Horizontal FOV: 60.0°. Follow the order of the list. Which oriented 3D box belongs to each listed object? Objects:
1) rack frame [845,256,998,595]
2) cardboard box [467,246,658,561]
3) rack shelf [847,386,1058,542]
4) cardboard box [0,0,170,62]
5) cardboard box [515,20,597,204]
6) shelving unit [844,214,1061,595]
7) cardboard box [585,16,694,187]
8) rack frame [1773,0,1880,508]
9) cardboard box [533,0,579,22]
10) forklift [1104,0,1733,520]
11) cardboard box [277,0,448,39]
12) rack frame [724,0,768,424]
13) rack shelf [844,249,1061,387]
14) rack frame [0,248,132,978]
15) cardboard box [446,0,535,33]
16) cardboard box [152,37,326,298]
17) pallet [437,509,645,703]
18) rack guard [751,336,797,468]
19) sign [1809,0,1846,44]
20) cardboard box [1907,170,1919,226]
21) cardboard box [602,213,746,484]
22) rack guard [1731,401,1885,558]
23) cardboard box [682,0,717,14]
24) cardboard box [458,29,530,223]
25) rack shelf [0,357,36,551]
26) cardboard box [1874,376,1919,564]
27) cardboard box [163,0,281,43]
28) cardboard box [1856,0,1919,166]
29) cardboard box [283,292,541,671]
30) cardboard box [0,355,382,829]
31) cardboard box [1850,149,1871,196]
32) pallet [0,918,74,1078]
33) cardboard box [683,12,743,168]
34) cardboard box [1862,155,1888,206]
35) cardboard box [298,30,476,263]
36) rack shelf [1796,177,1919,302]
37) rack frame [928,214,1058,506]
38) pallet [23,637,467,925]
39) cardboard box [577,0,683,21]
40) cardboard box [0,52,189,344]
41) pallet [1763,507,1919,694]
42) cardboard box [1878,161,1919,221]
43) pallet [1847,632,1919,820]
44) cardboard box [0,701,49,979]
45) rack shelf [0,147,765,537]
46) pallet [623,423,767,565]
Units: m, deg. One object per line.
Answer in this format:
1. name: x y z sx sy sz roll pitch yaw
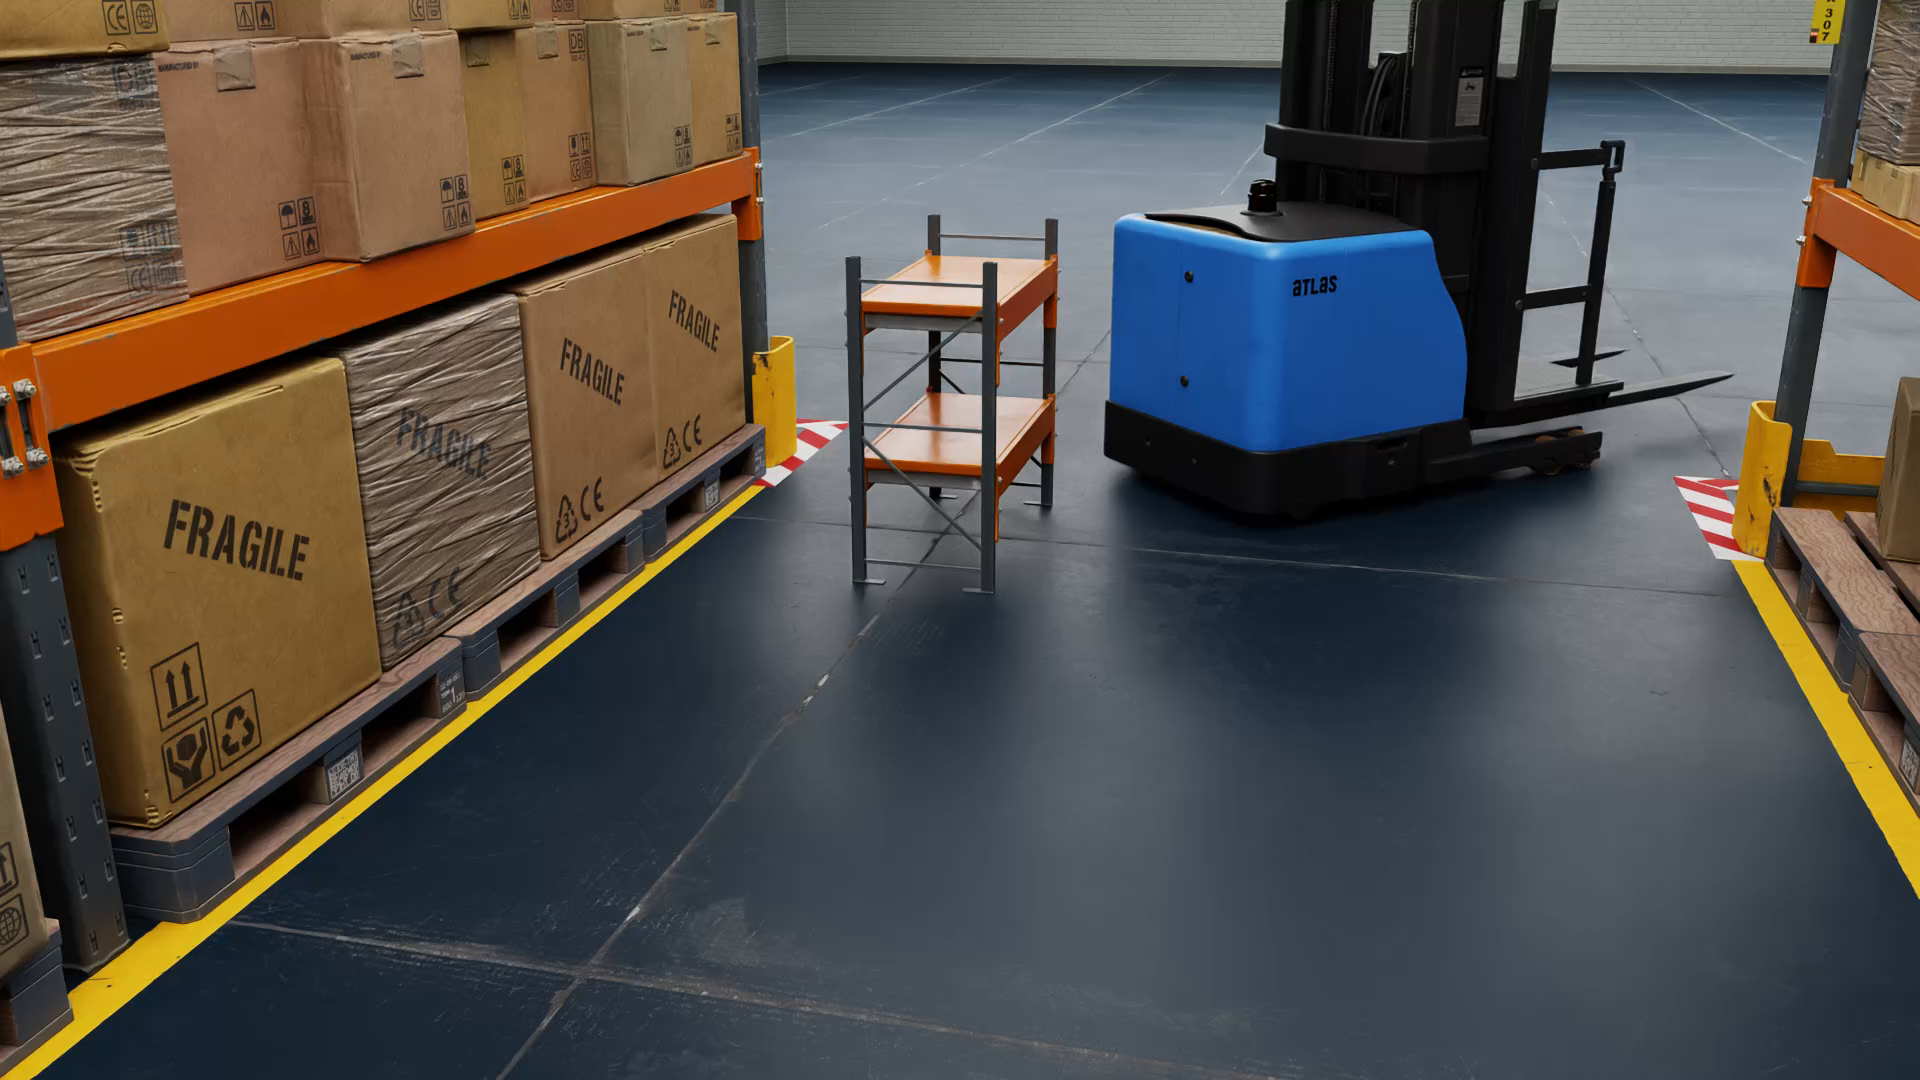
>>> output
1. rack frame: -0.126 -0.371 5.533 0.500 1.125 0.032 5 19 13
2. cardboard box: -1.634 -0.512 5.684 0.875 0.875 0.875 4 19 13
3. rack shelf: -0.002 -0.299 6.079 0.538 0.278 1.000 5 19 13
4. cardboard box: -2.173 -1.254 3.315 0.875 0.550 0.550 5 19 13
5. cardboard box: -1.738 -1.424 5.484 0.875 0.550 0.550 5 19 13
6. shelving unit: -0.002 -0.530 6.000 0.538 1.125 1.048 5 19 13
7. cardboard box: -1.480 -1.590 5.969 0.875 0.550 0.550 5 19 13
8. rack frame: 3.465 -1.389 5.614 1.000 3.000 0.127 5 19 13
9. cardboard box: -1.761 -1.937 5.315 0.875 0.550 0.550 5 19 13
10. forklift: 2.140 -1.794 6.906 3.031 2.935 1.130 -11 22 -29
11. cardboard box: -1.887 -1.594 4.310 0.875 0.550 0.550 5 19 13
12. rack frame: -1.320 -1.813 6.854 1.000 3.000 0.127 5 19 13
13. rack shelf: -0.002 -0.807 5.905 0.538 0.278 1.000 5 19 13
14. rack frame: -2.297 -0.559 3.183 1.000 3.000 0.127 5 19 13
15. cardboard box: -1.765 -1.761 4.798 0.875 0.550 0.500 5 19 13
16. cardboard box: -2.106 -0.921 4.010 0.875 0.550 0.550 5 19 13
17. pallet: -1.739 0.145 5.437 1.003 0.211 1.213 5 19 13
18. rack guard: -1.314 -0.637 7.280 1.175 0.500 0.348 5 19 13
19. sign: 2.939 -1.842 5.600 0.100 0.325 0.005 5 19 13
20. cardboard box: 2.968 -0.966 4.763 0.380 0.149 0.250 5 19 13
21. cardboard box: -1.421 -0.788 6.492 0.875 0.875 0.875 5 19 14
22. rack guard: 3.447 -0.183 5.948 1.175 0.500 0.348 5 19 13
23. cardboard box: -1.448 -2.281 6.323 0.875 0.550 0.550 5 19 13
24. cardboard box: -1.828 -1.255 4.988 0.875 0.550 0.500 5 19 13
25. rack shelf: -2.786 0.408 1.464 1.077 0.370 4.000 5 19 13
26. cardboard box: 3.297 -0.211 5.381 0.500 0.500 0.500 9 21 23
27. cardboard box: -2.152 -1.435 3.847 0.875 0.550 0.550 5 19 13
28. cardboard box: 3.304 -1.407 5.052 0.875 0.500 0.500 5 19 13
29. cardboard box: -1.859 -0.227 4.848 0.875 0.875 0.875 5 19 14
30. cardboard box: -2.075 0.056 4.020 0.875 0.875 0.875 5 19 14
31. cardboard box: 3.165 -1.200 5.448 0.380 0.149 0.250 5 19 13
32. pallet: -2.412 1.008 2.908 1.003 0.211 1.213 5 19 13
33. cardboard box: -1.366 -1.764 6.479 0.875 0.550 0.550 5 19 13
34. cardboard box: 3.085 -1.123 5.223 0.380 0.149 0.250 5 19 13
35. cardboard box: -1.860 -1.081 4.478 0.875 0.550 0.550 5 19 13
36. rack shelf: 2.977 -0.422 3.895 1.077 0.370 4.000 5 19 13
37. rack frame: 0.123 -0.690 6.466 0.500 1.125 0.032 5 19 13
38. pallet: -2.035 0.529 4.314 1.003 0.211 1.213 5 19 13
39. cardboard box: -1.493 -2.102 5.797 0.875 0.550 0.550 5 19 13
40. cardboard box: -2.218 -0.746 3.500 0.875 0.550 0.550 5 19 13
41. pallet: 3.214 0.206 5.258 1.003 0.211 1.213 5 19 13
42. cardboard box: 3.009 -1.046 4.997 0.380 0.149 0.250 5 19 13
43. pallet: 2.914 0.587 4.142 1.003 0.211 1.213 5 19 13
44. cardboard box: -2.361 0.509 2.888 1.050 0.750 0.750 5 19 13
45. rack shelf: -1.808 -0.845 5.135 1.077 0.370 4.000 5 19 13
46. pallet: -1.439 -0.236 6.553 1.003 0.211 1.213 5 19 13
